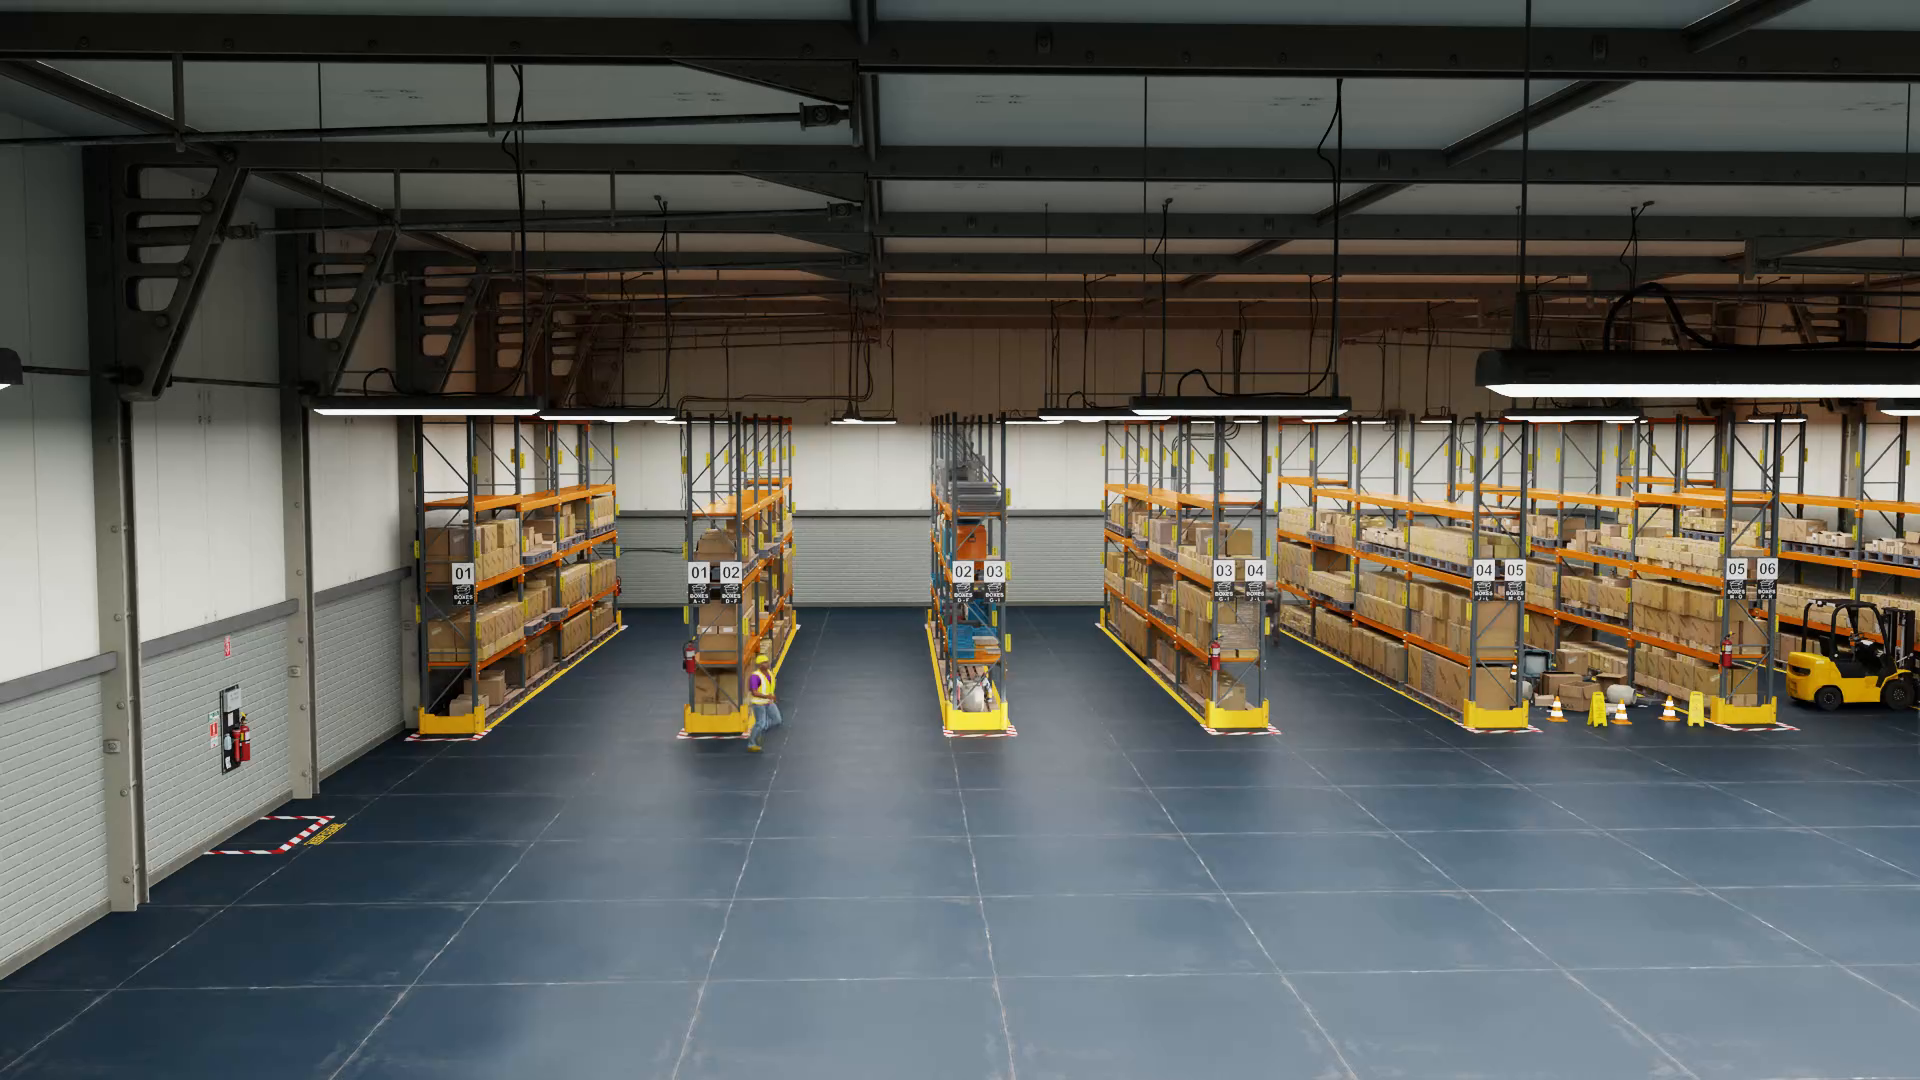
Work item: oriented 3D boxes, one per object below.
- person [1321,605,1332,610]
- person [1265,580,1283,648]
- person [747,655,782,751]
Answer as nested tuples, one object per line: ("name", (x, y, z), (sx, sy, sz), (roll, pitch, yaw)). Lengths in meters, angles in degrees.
("person", (10.799, 1.549, 48.779), (0.662, 1.751, 0.598), (-1, 4, -21))
("person", (8.121, 1.896, 43.321), (0.665, 1.692, 1.025), (0, 4, 0))
("person", (-3.421, 2.864, 29.241), (0.721, 1.715, 0.724), (2, 5, 32))
